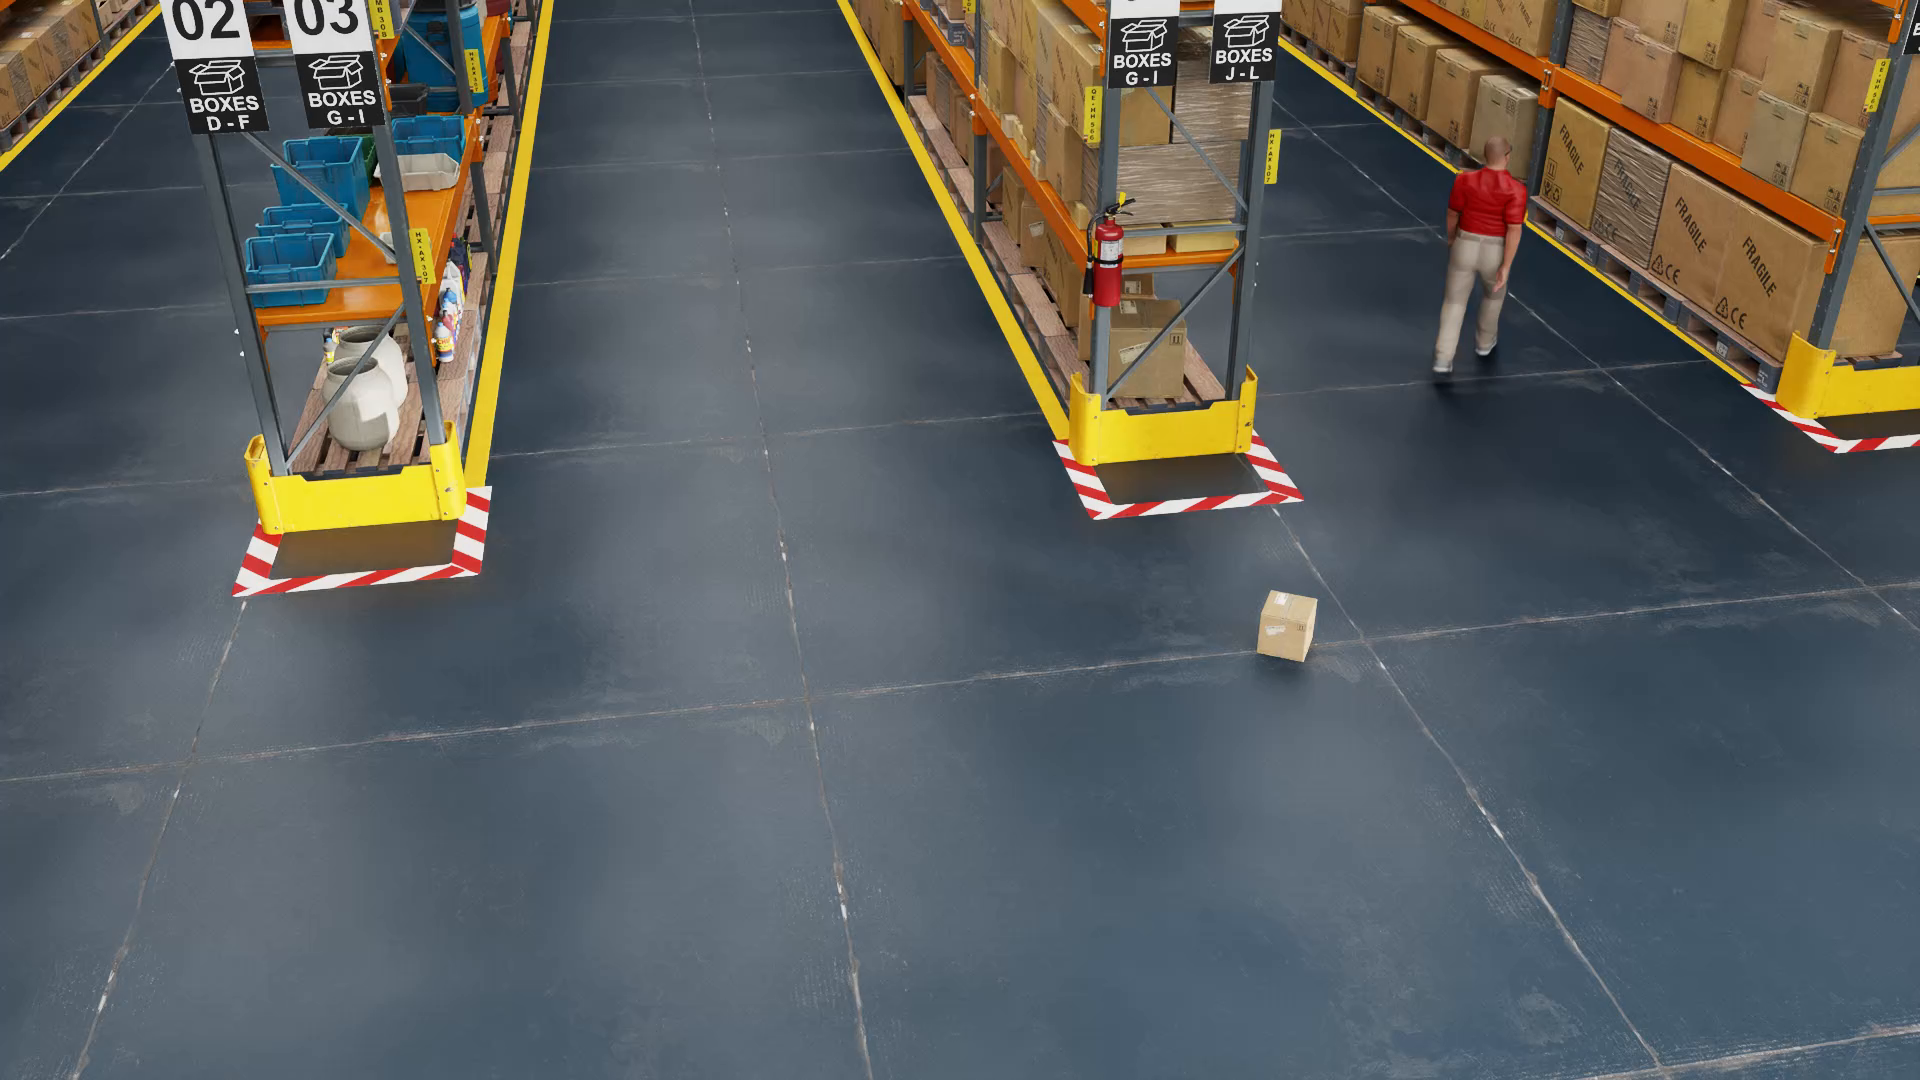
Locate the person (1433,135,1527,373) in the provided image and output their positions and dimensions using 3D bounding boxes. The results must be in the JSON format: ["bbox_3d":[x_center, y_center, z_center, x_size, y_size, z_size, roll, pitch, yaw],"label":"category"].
[{"bbox_3d":[3.611,-2.000,11.553,0.532,1.673,1.030,13,33,21],"label":"person"}]
